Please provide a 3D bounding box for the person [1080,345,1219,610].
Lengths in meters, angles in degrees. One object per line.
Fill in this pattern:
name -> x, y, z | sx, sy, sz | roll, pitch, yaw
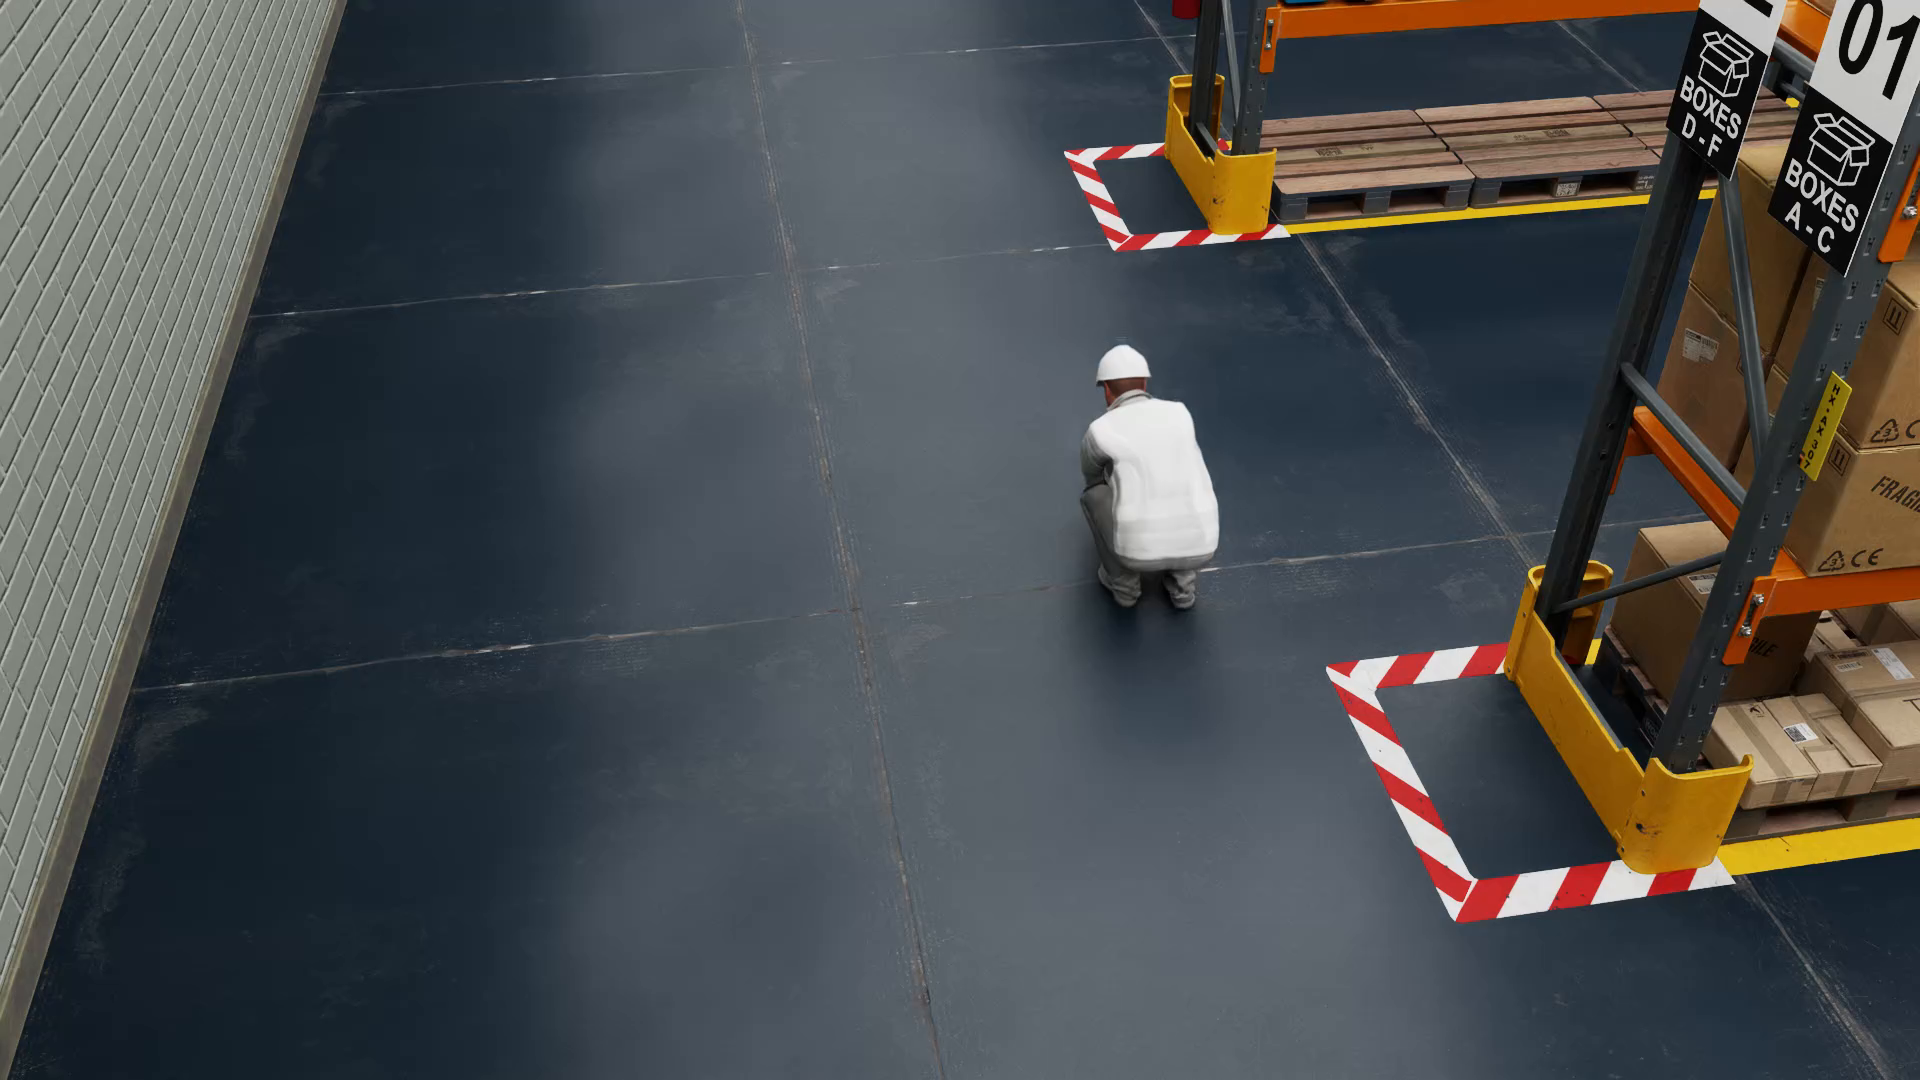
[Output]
person -> 0.786, -0.244, 7.065 | 0.527, 1.010, 0.863 | -7, 39, -8
